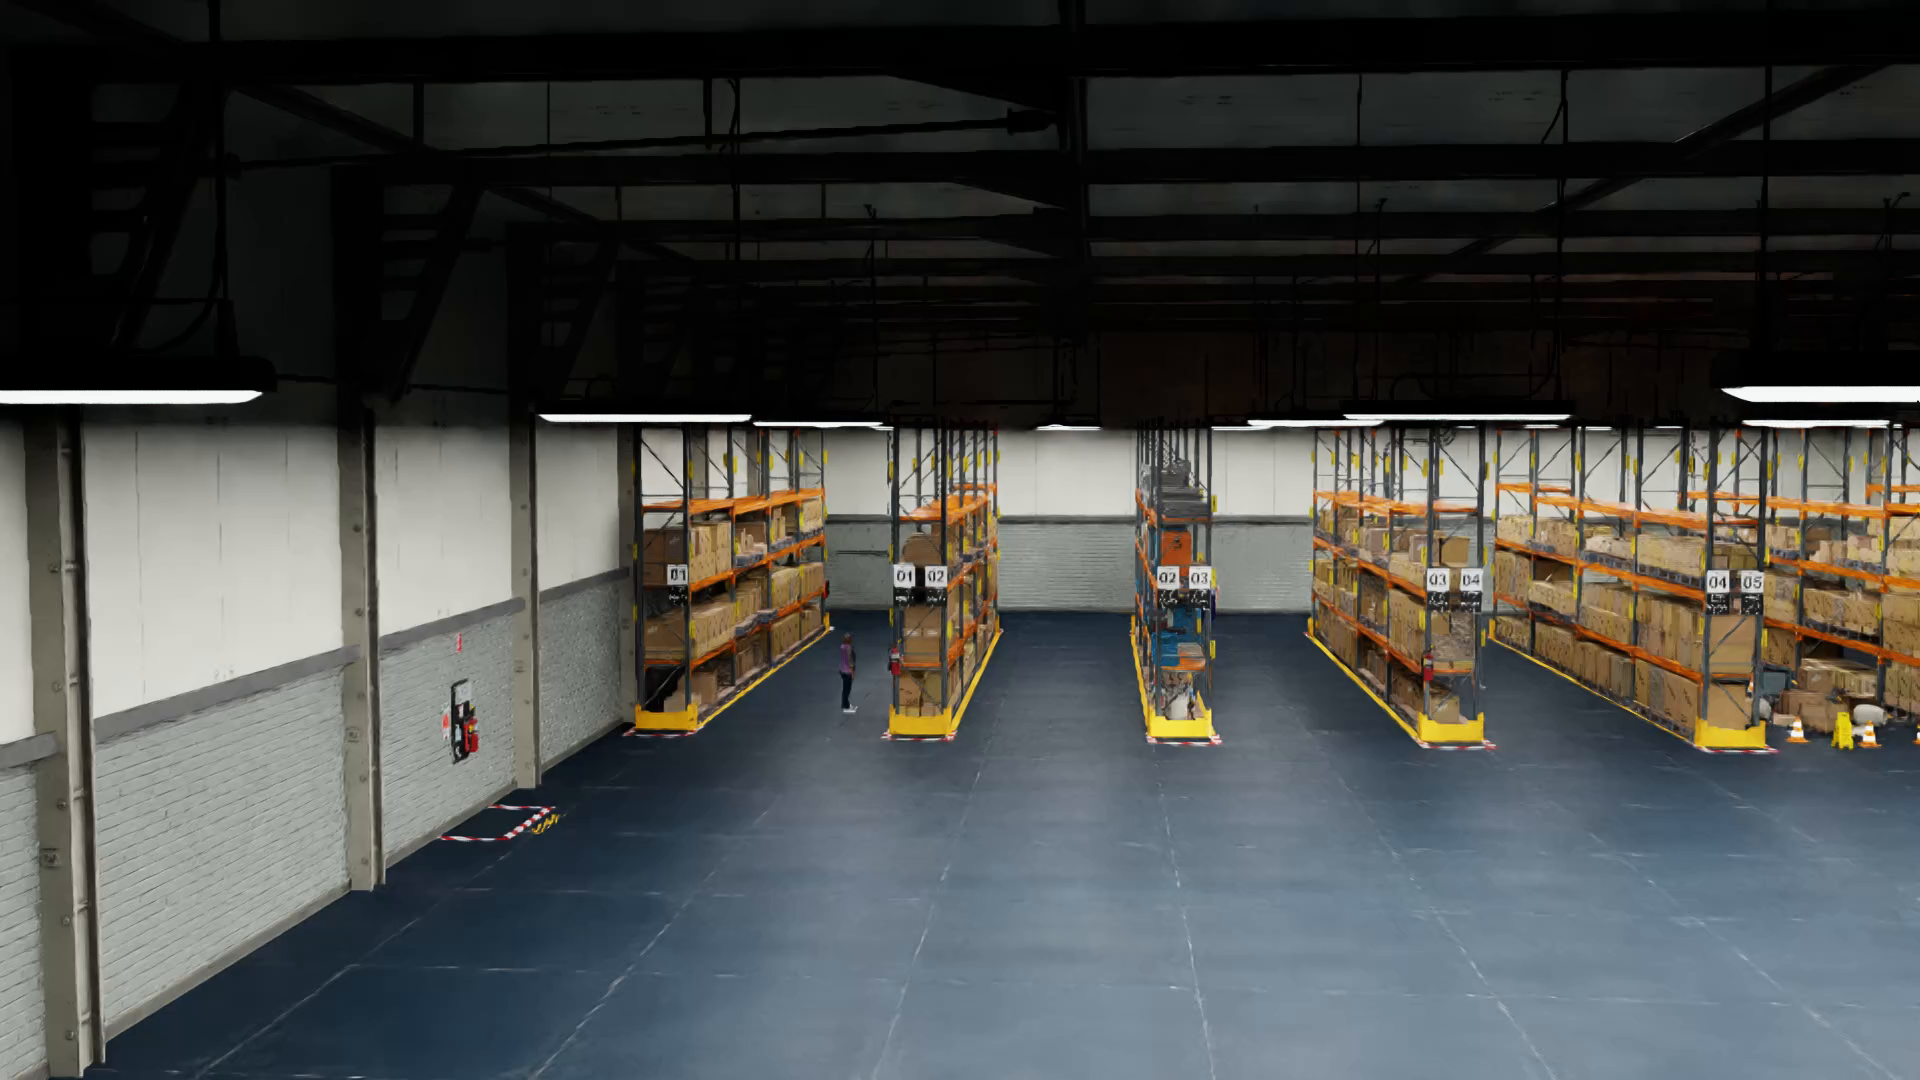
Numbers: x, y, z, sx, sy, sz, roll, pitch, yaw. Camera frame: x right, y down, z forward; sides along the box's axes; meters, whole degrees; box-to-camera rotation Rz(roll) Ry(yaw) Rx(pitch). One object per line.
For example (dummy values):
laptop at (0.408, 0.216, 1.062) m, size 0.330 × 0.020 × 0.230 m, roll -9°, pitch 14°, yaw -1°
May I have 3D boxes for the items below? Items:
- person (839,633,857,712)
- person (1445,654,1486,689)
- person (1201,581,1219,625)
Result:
person at (-2.273, 2.696, 33.920) m, size 0.401 × 1.598 × 0.465 m, roll -2°, pitch 4°, yaw -27°
person at (11.226, 2.470, 37.004) m, size 0.701 × 1.660 × 0.857 m, roll -1°, pitch 4°, yaw -11°
person at (7.341, 1.737, 49.111) m, size 0.625 × 1.581 × 0.517 m, roll 0°, pitch 4°, yaw 2°
